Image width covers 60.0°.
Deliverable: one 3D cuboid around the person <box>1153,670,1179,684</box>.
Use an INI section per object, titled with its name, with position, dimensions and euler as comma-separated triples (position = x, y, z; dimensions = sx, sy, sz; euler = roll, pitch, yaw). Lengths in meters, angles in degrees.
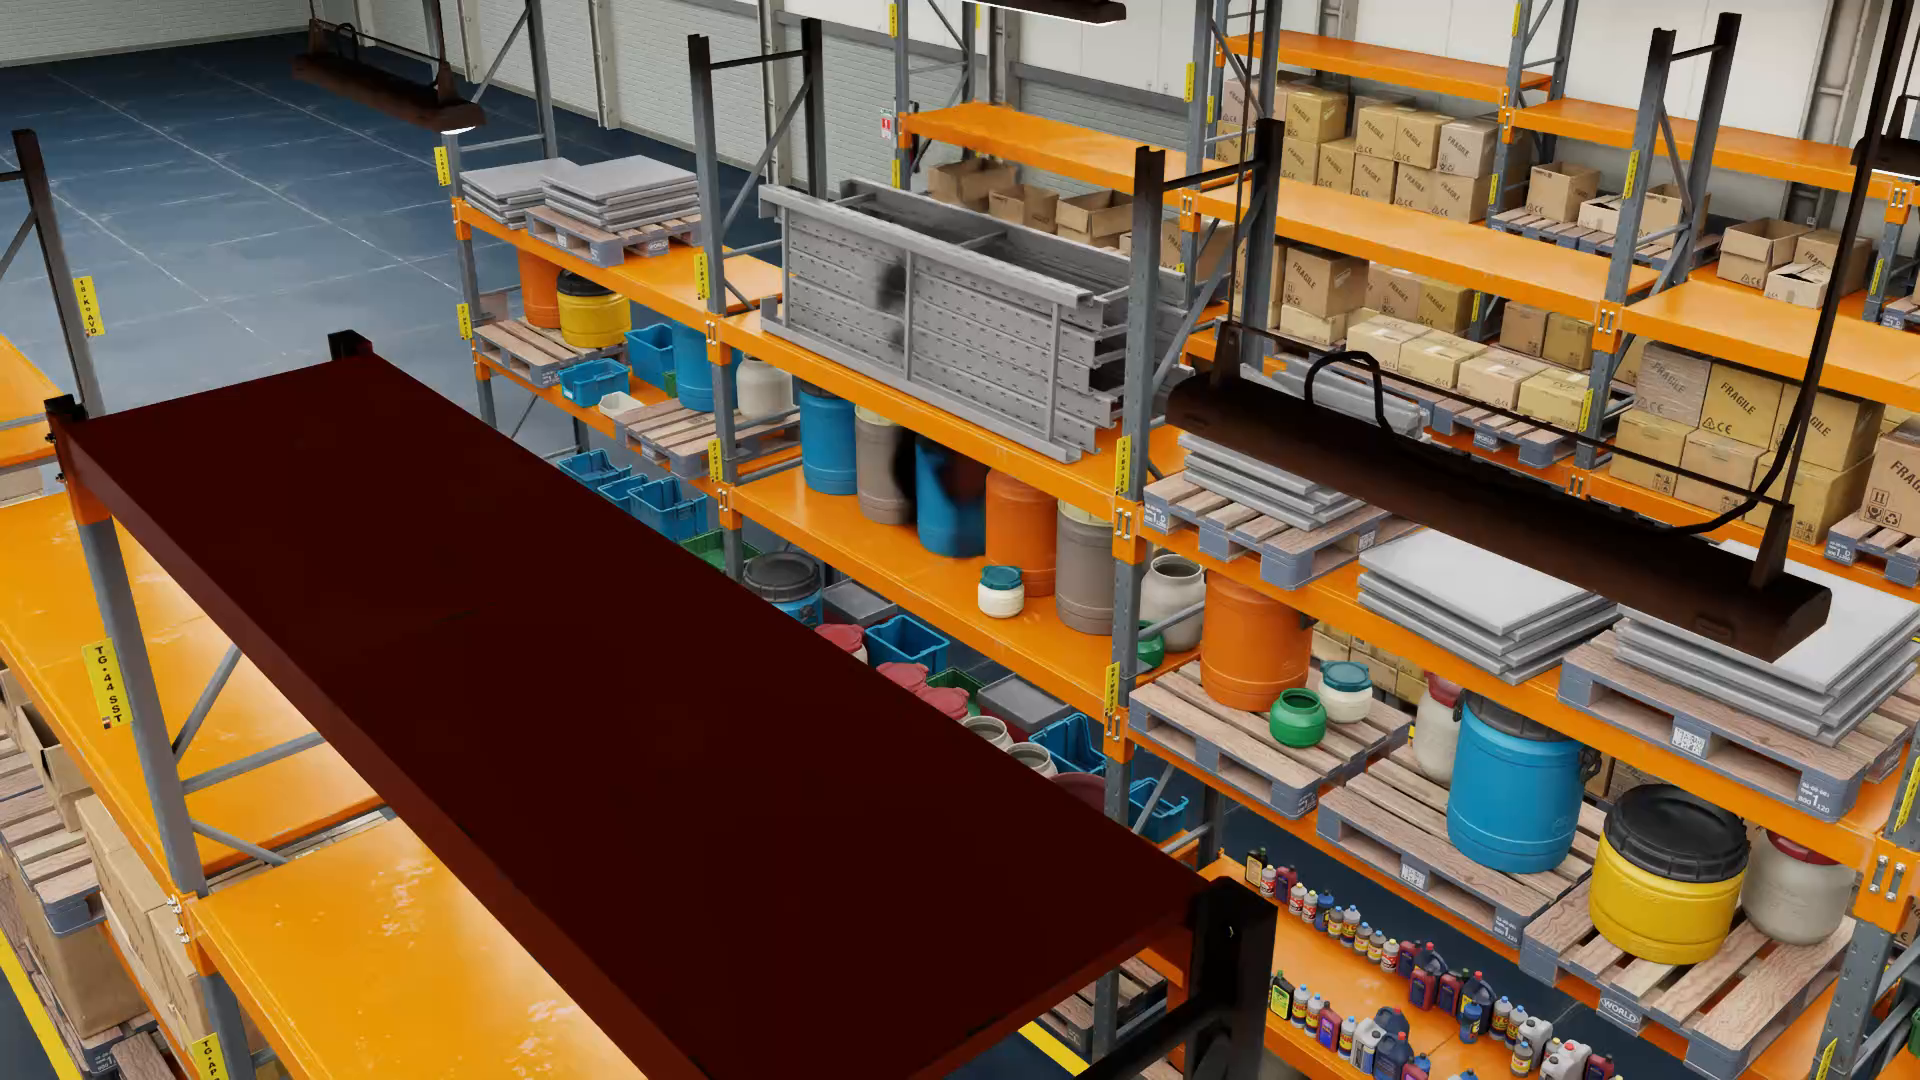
[person]
position = 1.611, 0.906, 13.270
dimensions = 0.884, 1.706, 0.565
euler = 19, 32, 32
